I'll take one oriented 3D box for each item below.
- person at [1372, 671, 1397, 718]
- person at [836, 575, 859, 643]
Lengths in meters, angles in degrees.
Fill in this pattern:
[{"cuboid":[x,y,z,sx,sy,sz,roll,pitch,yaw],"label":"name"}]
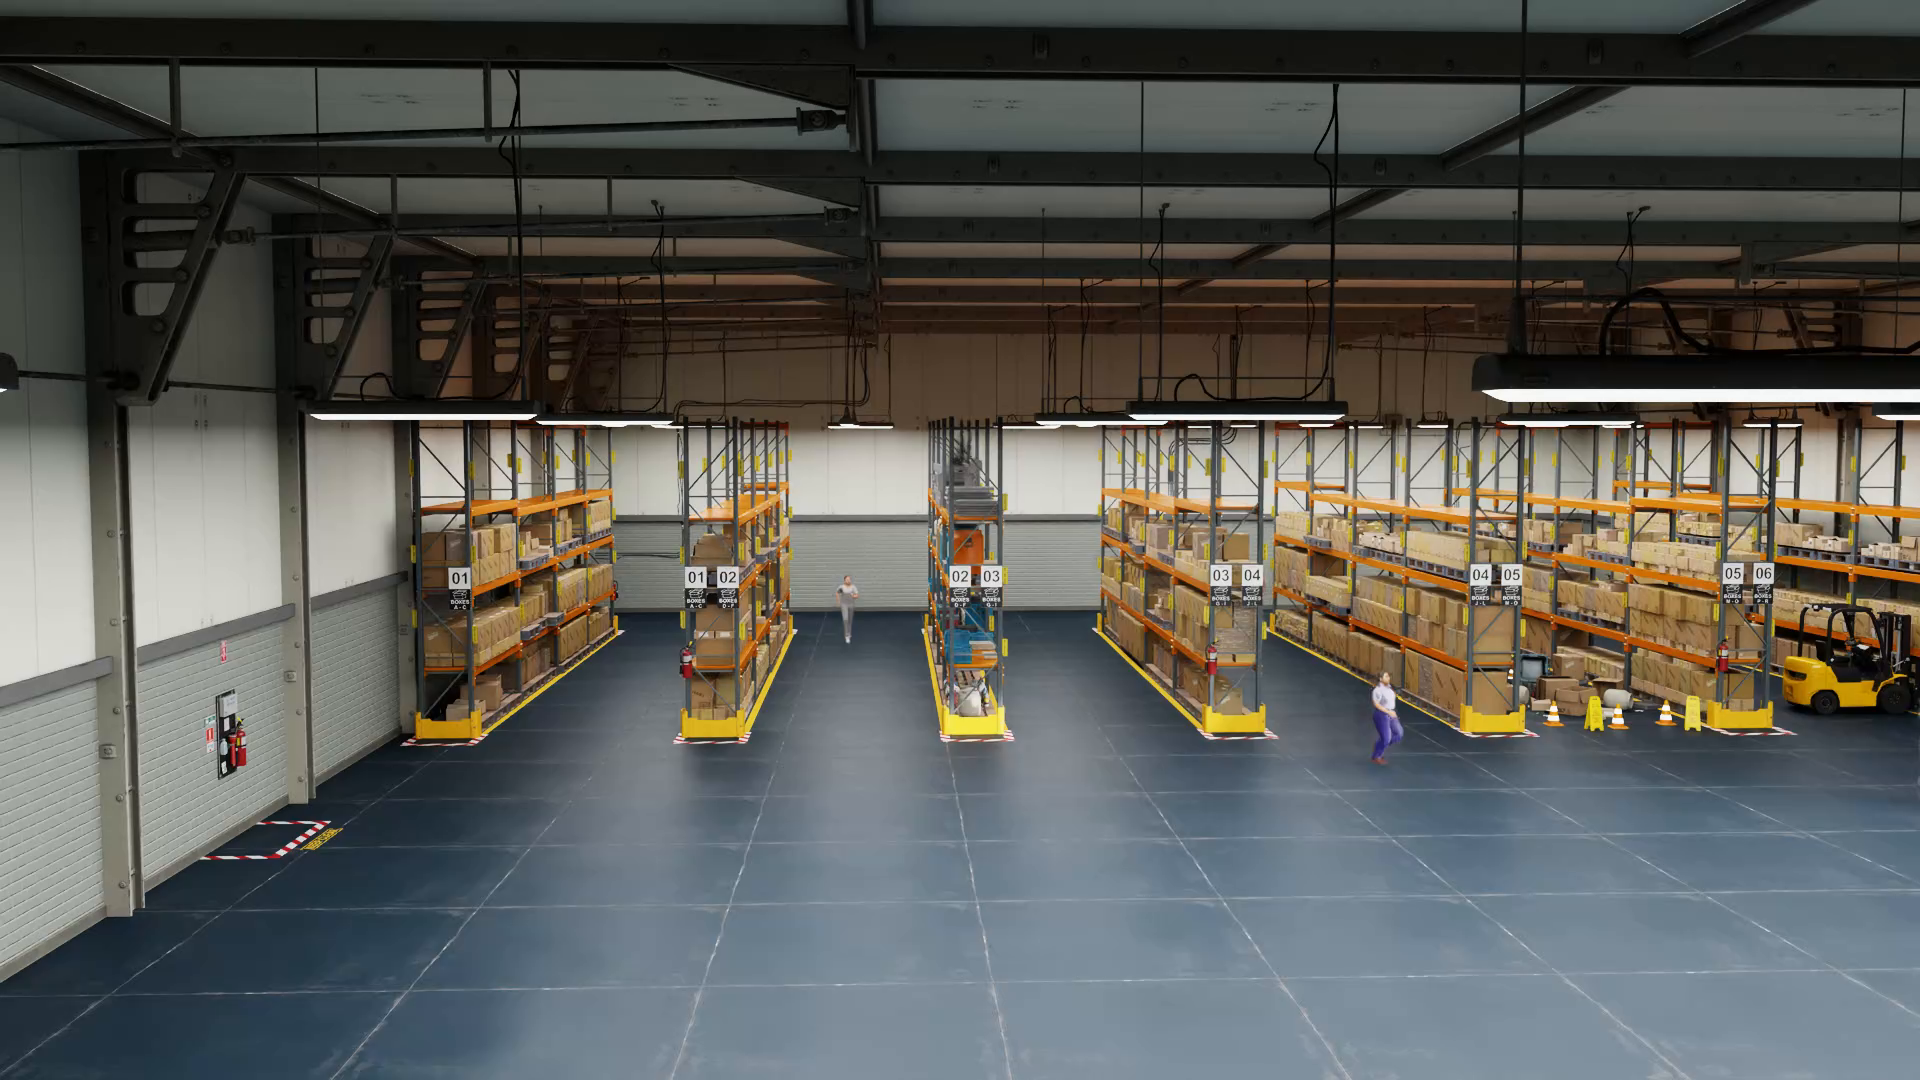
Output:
[{"cuboid":[7.354,2.664,28.637,0.480,0.805,0.616,3,5,38],"label":"person"},{"cuboid":[-2.913,1.765,43.185,0.546,1.716,0.823,-1,4,-16],"label":"person"}]
